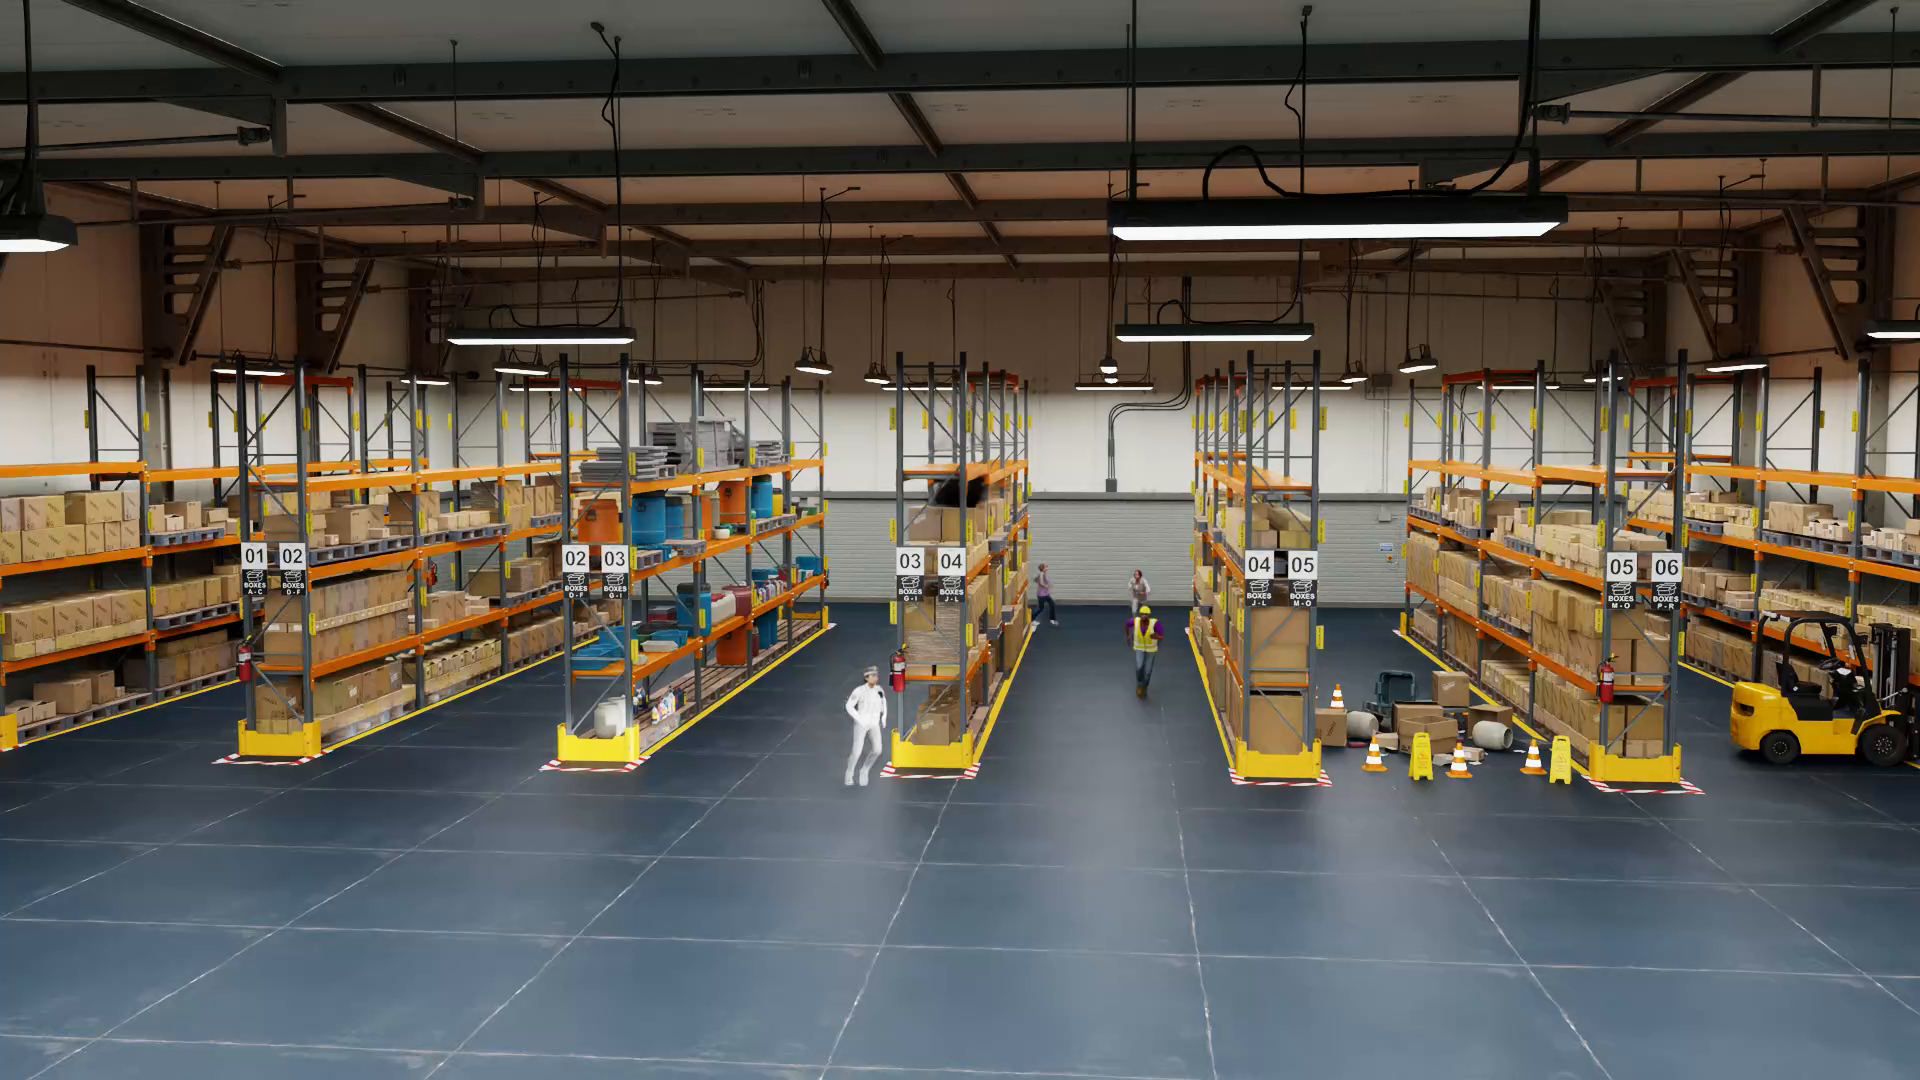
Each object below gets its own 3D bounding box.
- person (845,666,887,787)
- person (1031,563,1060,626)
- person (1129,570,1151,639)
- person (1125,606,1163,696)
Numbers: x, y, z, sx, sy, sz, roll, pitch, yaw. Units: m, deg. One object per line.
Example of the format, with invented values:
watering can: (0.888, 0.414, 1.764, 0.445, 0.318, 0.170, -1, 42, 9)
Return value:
person: (-1.252, 2.552, 22.890, 0.677, 1.653, 0.604, -2, 4, -25)
person: (2.052, 1.359, 40.794, 0.773, 1.590, 0.551, 1, 4, 13)
person: (4.197, 1.465, 38.807, 0.540, 1.595, 0.951, 1, 4, 14)
person: (3.318, 2.006, 29.980, 0.682, 1.679, 0.878, 0, 4, 4)
